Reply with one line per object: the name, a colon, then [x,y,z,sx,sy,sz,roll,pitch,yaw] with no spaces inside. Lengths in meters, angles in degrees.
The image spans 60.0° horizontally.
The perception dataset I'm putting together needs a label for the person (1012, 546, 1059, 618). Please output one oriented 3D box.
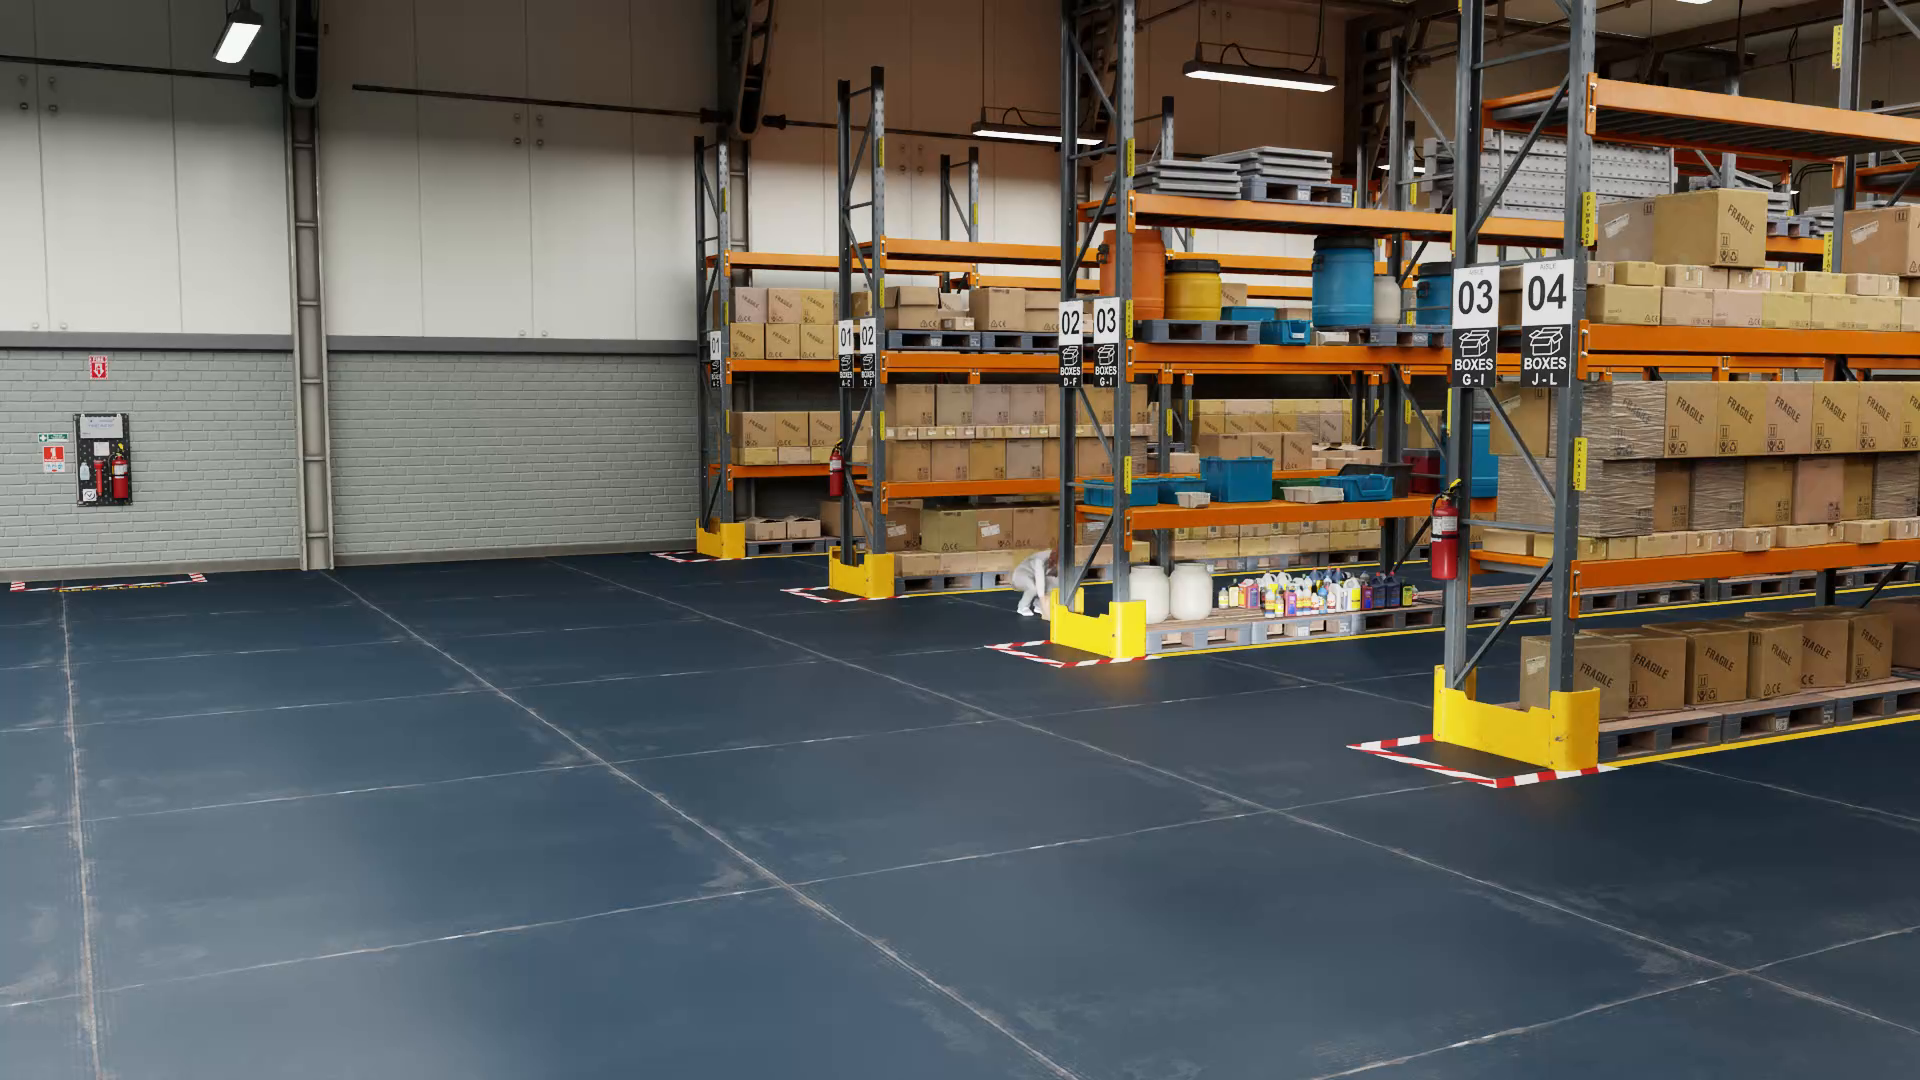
person: [0.864,0.428,17.595,0.436,0.762,0.806,-3,6,-29]
